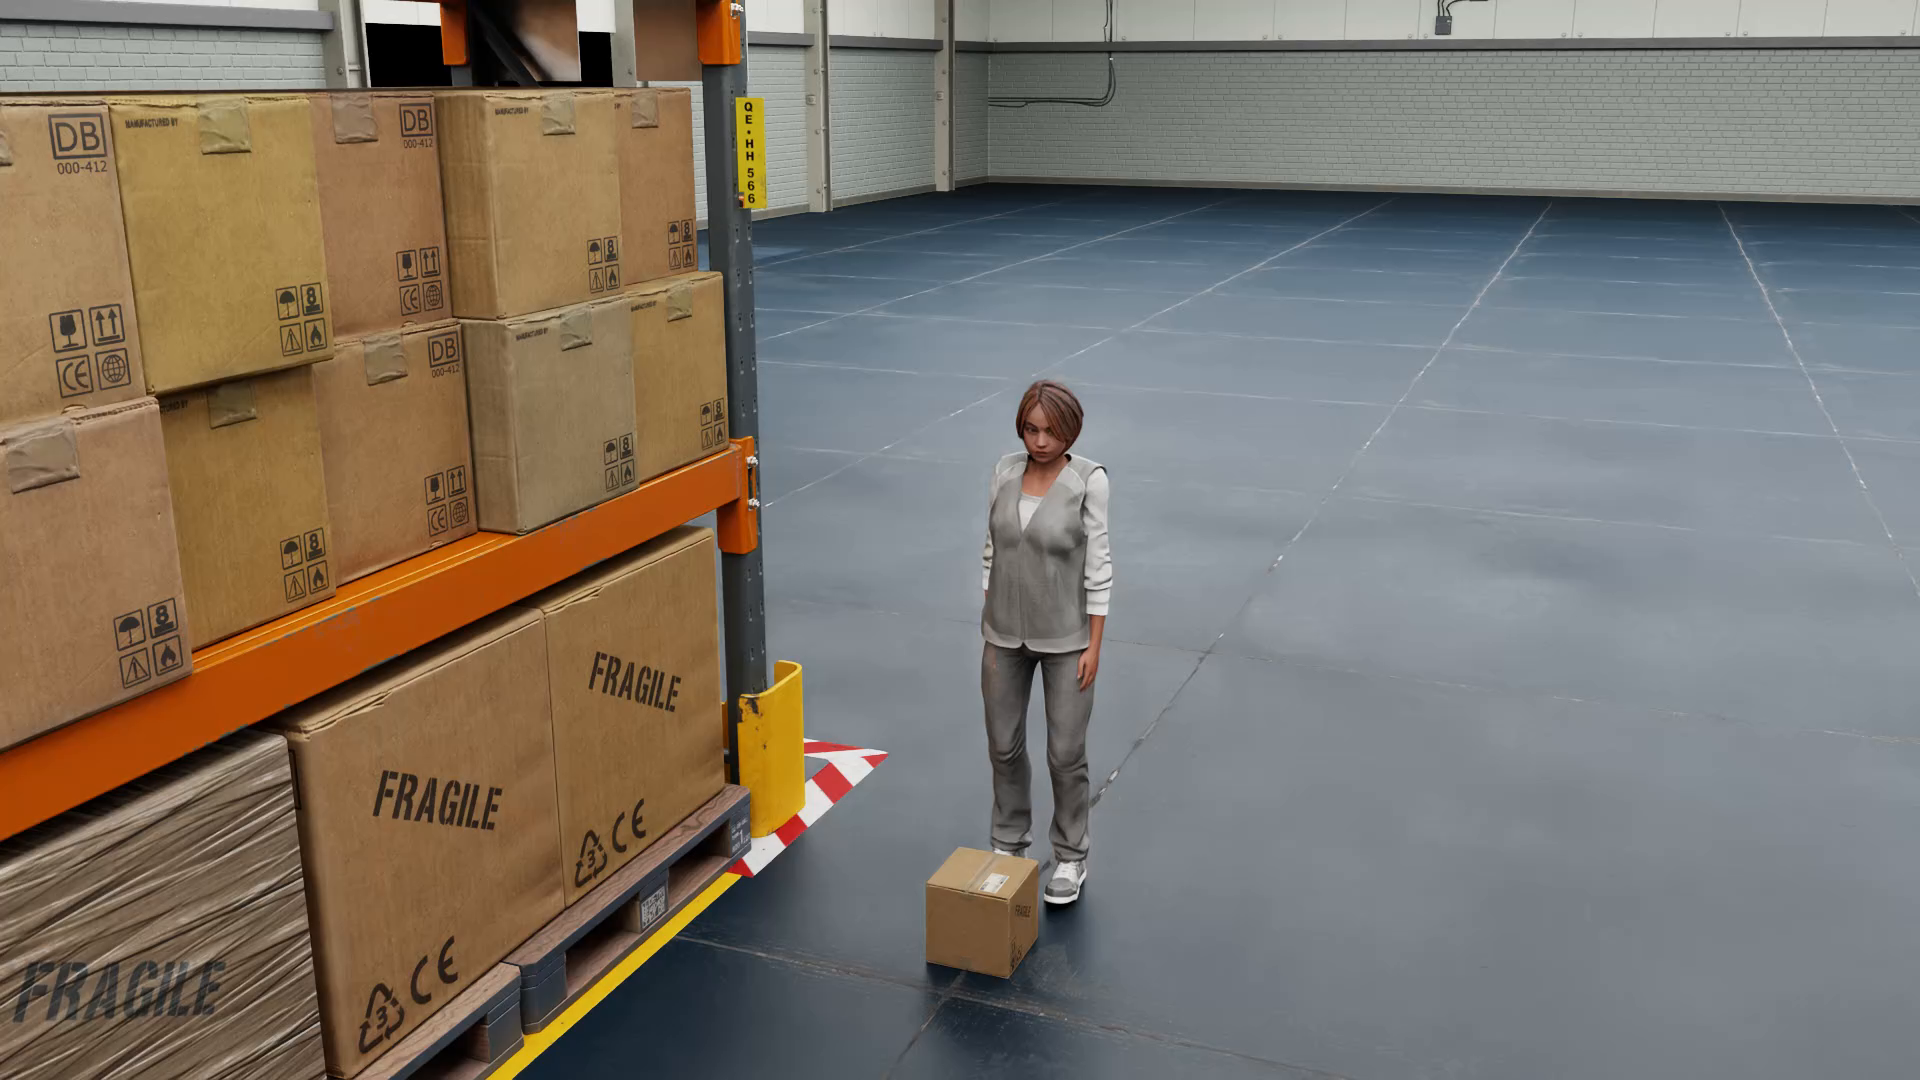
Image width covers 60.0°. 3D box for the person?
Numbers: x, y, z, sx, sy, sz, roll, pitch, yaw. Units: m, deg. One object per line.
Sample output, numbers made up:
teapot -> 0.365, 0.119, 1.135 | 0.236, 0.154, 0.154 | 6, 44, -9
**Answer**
person -> 0.254, 0.309, 4.961 | 0.407, 1.592, 0.307 | 7, 17, 22
